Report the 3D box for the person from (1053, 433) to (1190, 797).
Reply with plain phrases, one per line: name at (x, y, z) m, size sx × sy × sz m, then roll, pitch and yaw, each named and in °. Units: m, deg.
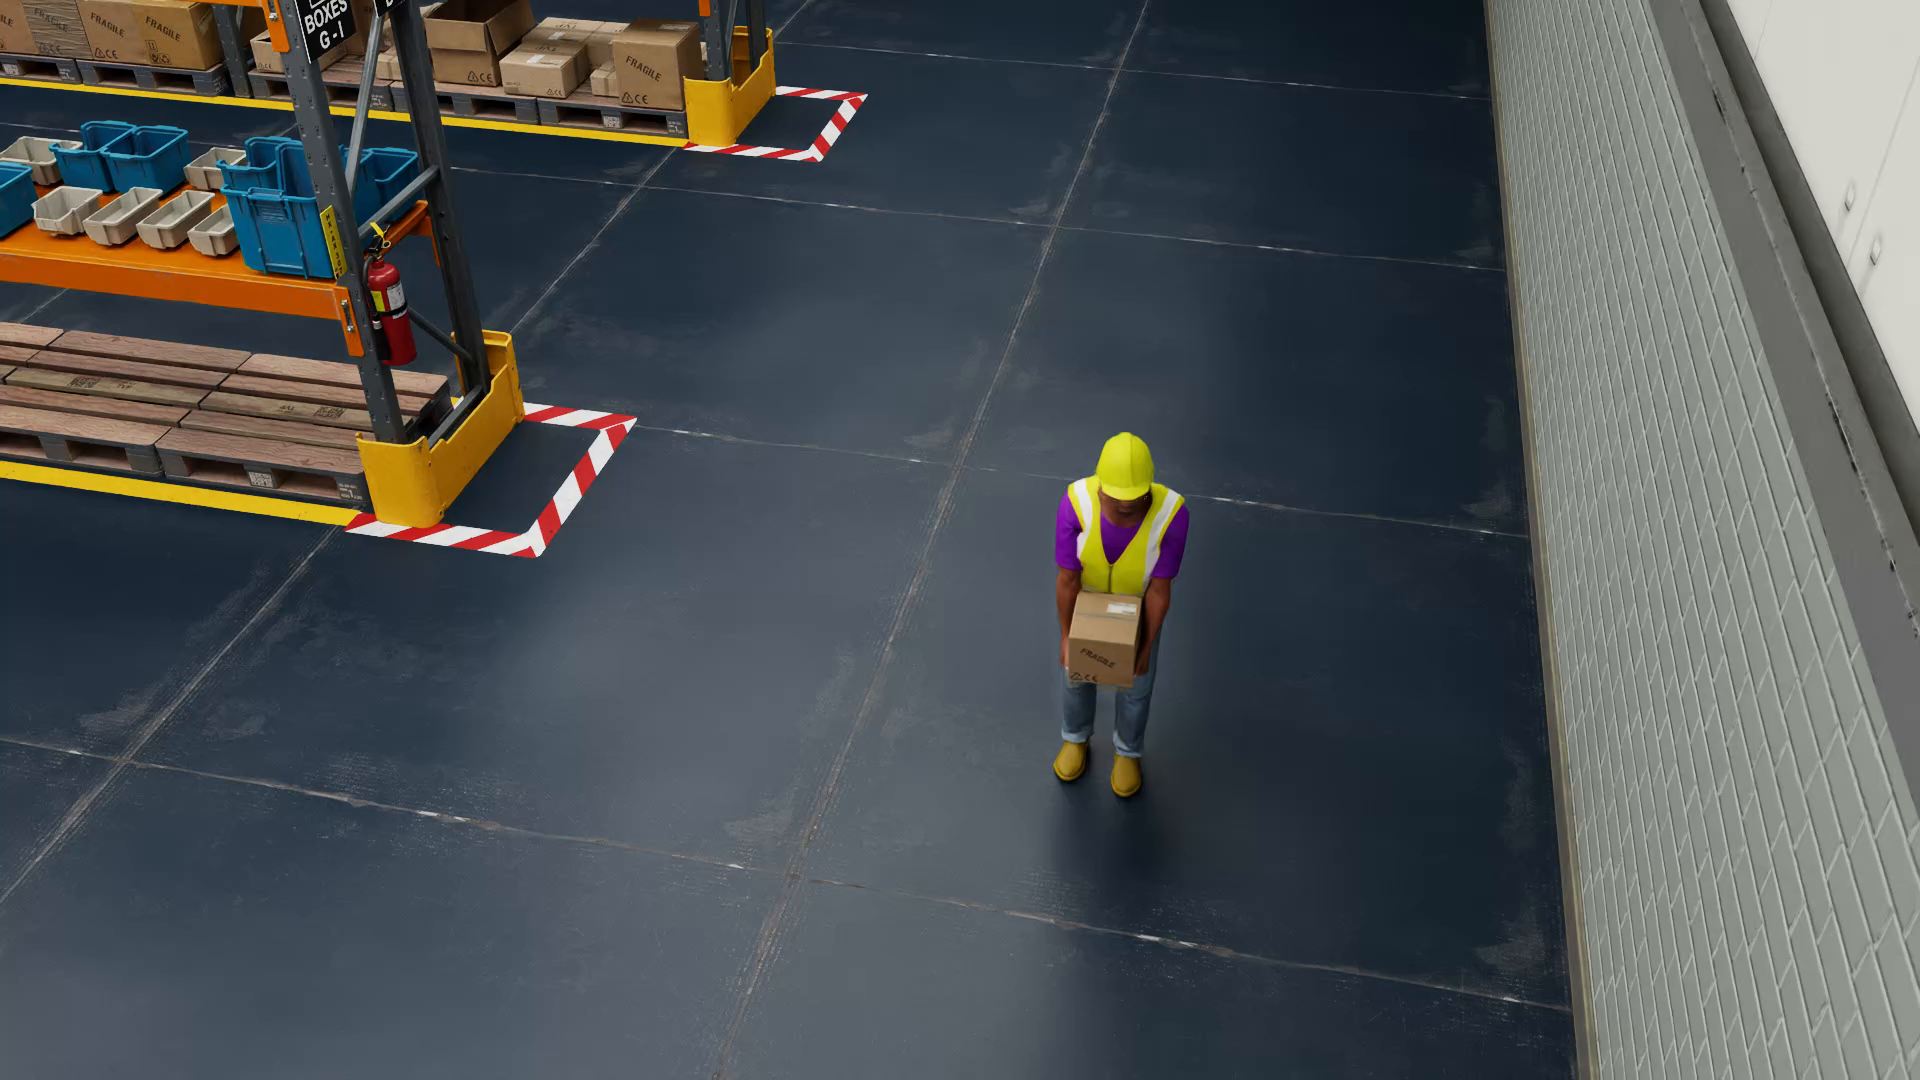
person at (0.612, 0.301, 6.561) m, size 0.497 × 1.736 × 0.600 m, roll 7°, pitch 37°, yaw 9°
